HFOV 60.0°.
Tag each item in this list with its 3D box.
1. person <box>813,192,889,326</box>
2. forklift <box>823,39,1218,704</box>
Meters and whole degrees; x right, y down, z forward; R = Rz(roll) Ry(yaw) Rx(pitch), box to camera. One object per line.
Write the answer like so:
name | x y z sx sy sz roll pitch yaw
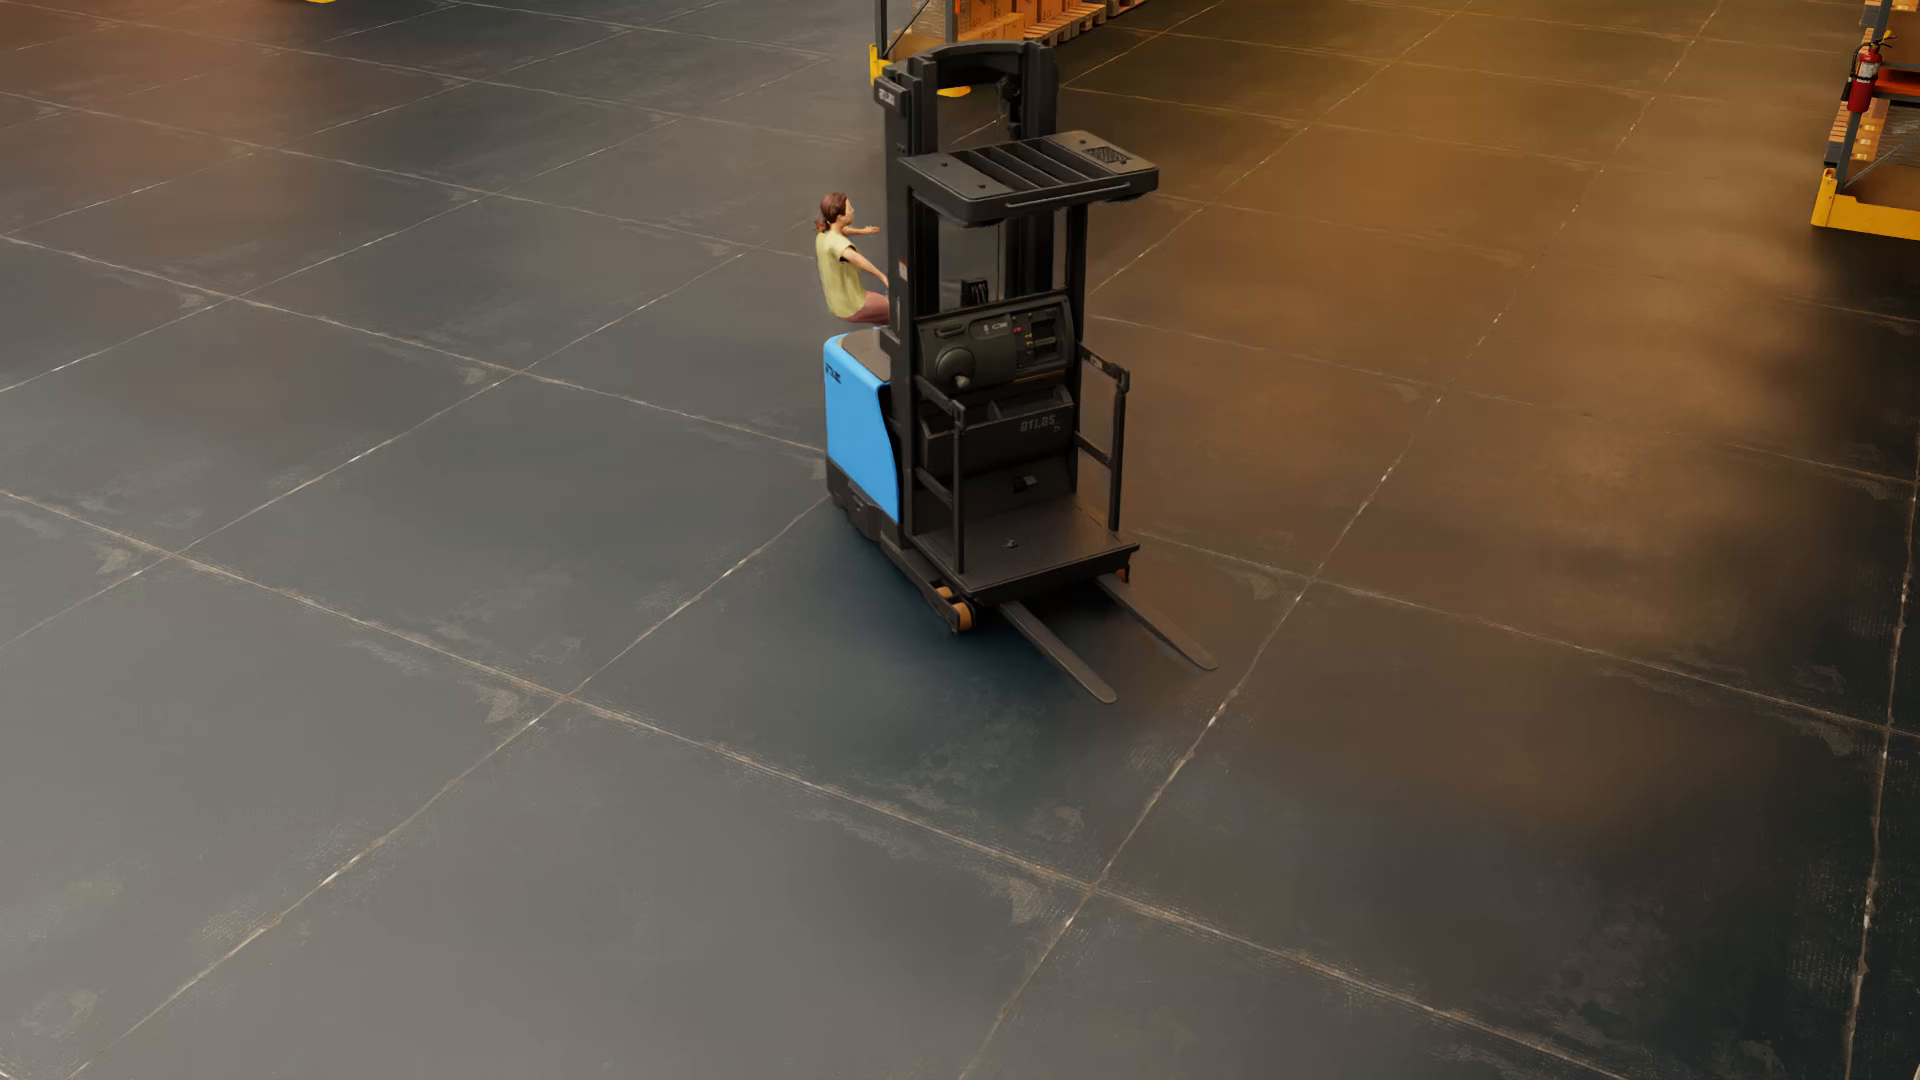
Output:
person | -0.581 -1.735 11.566 0.843 1.439 0.963 -15 33 -25
forklift | 0.304 -1.018 8.834 1.130 2.935 3.031 -15 33 -24
